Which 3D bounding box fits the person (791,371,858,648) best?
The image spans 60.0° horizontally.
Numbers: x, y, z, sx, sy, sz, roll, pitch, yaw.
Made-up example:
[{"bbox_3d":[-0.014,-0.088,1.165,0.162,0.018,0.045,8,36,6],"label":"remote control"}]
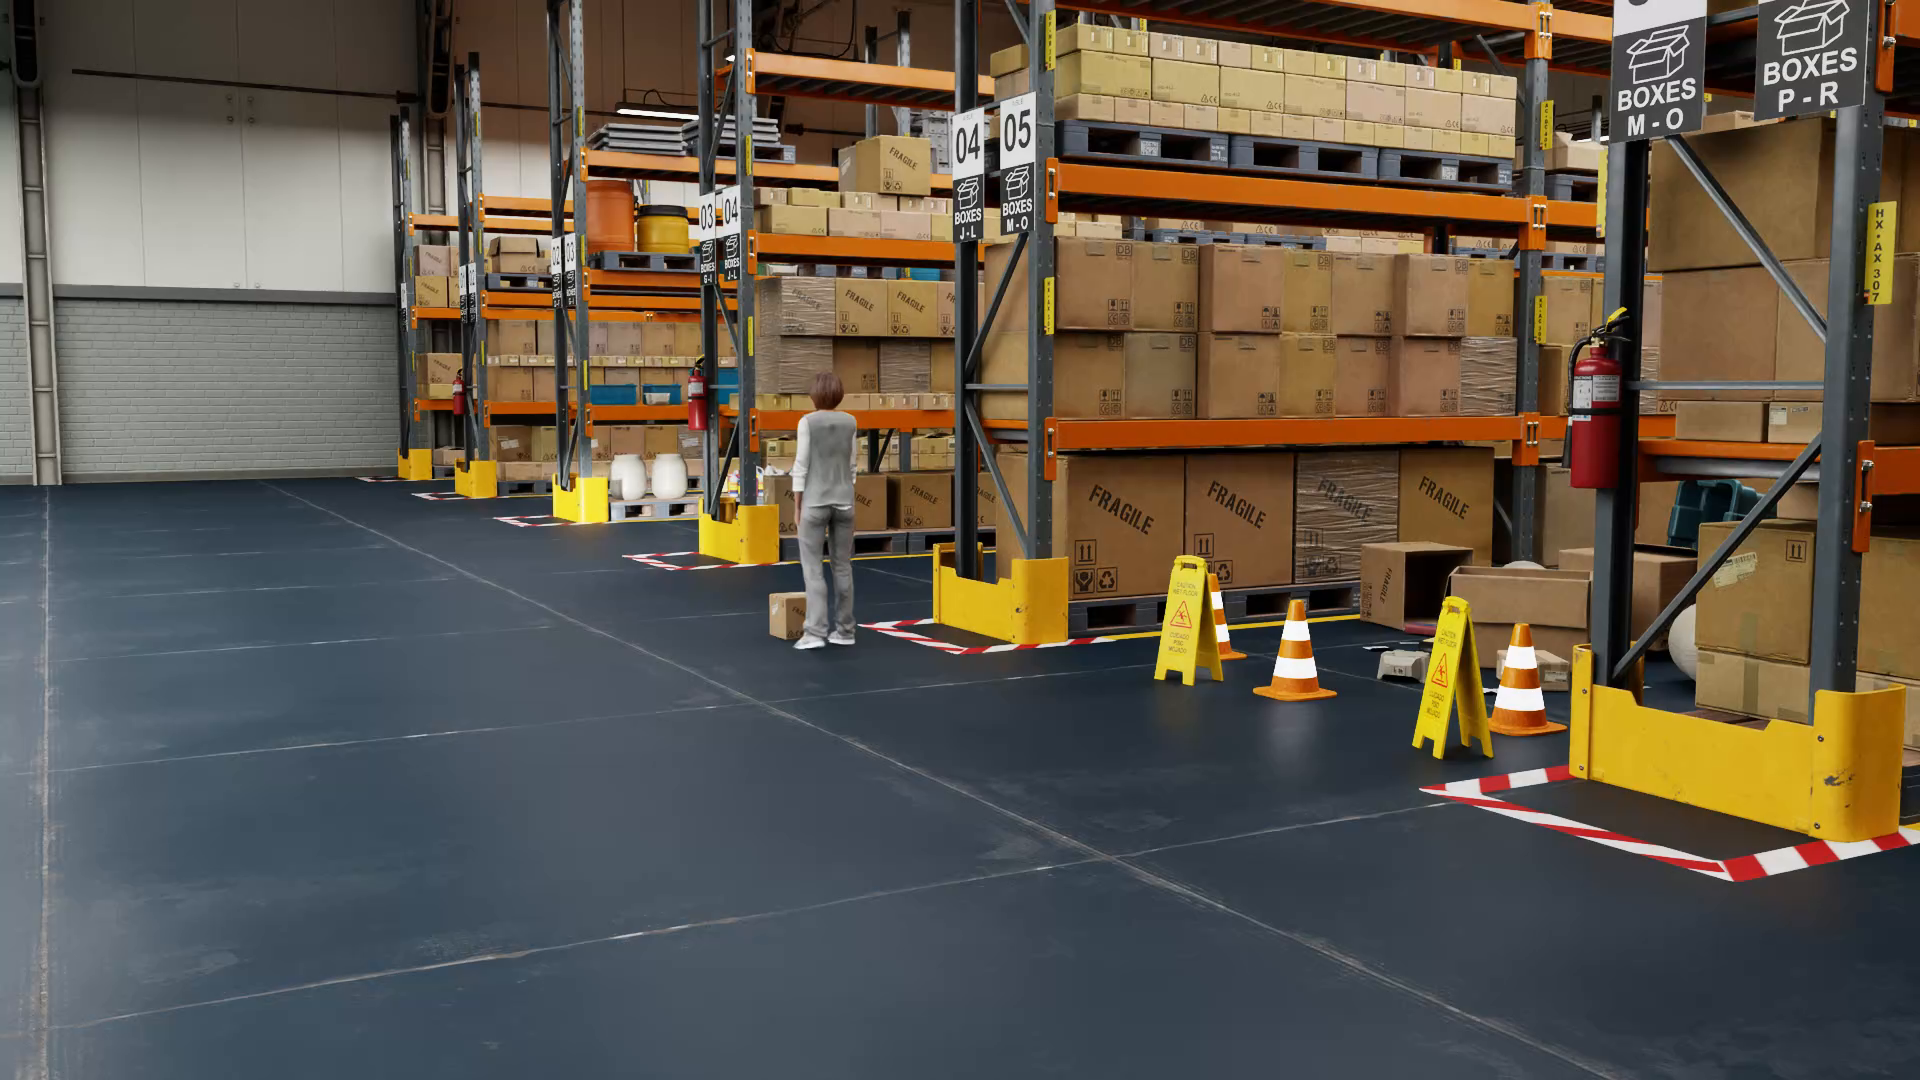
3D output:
[{"bbox_3d":[-0.785,-0.168,9.613,0.406,1.609,0.306,-3,6,-27],"label":"person"}]
